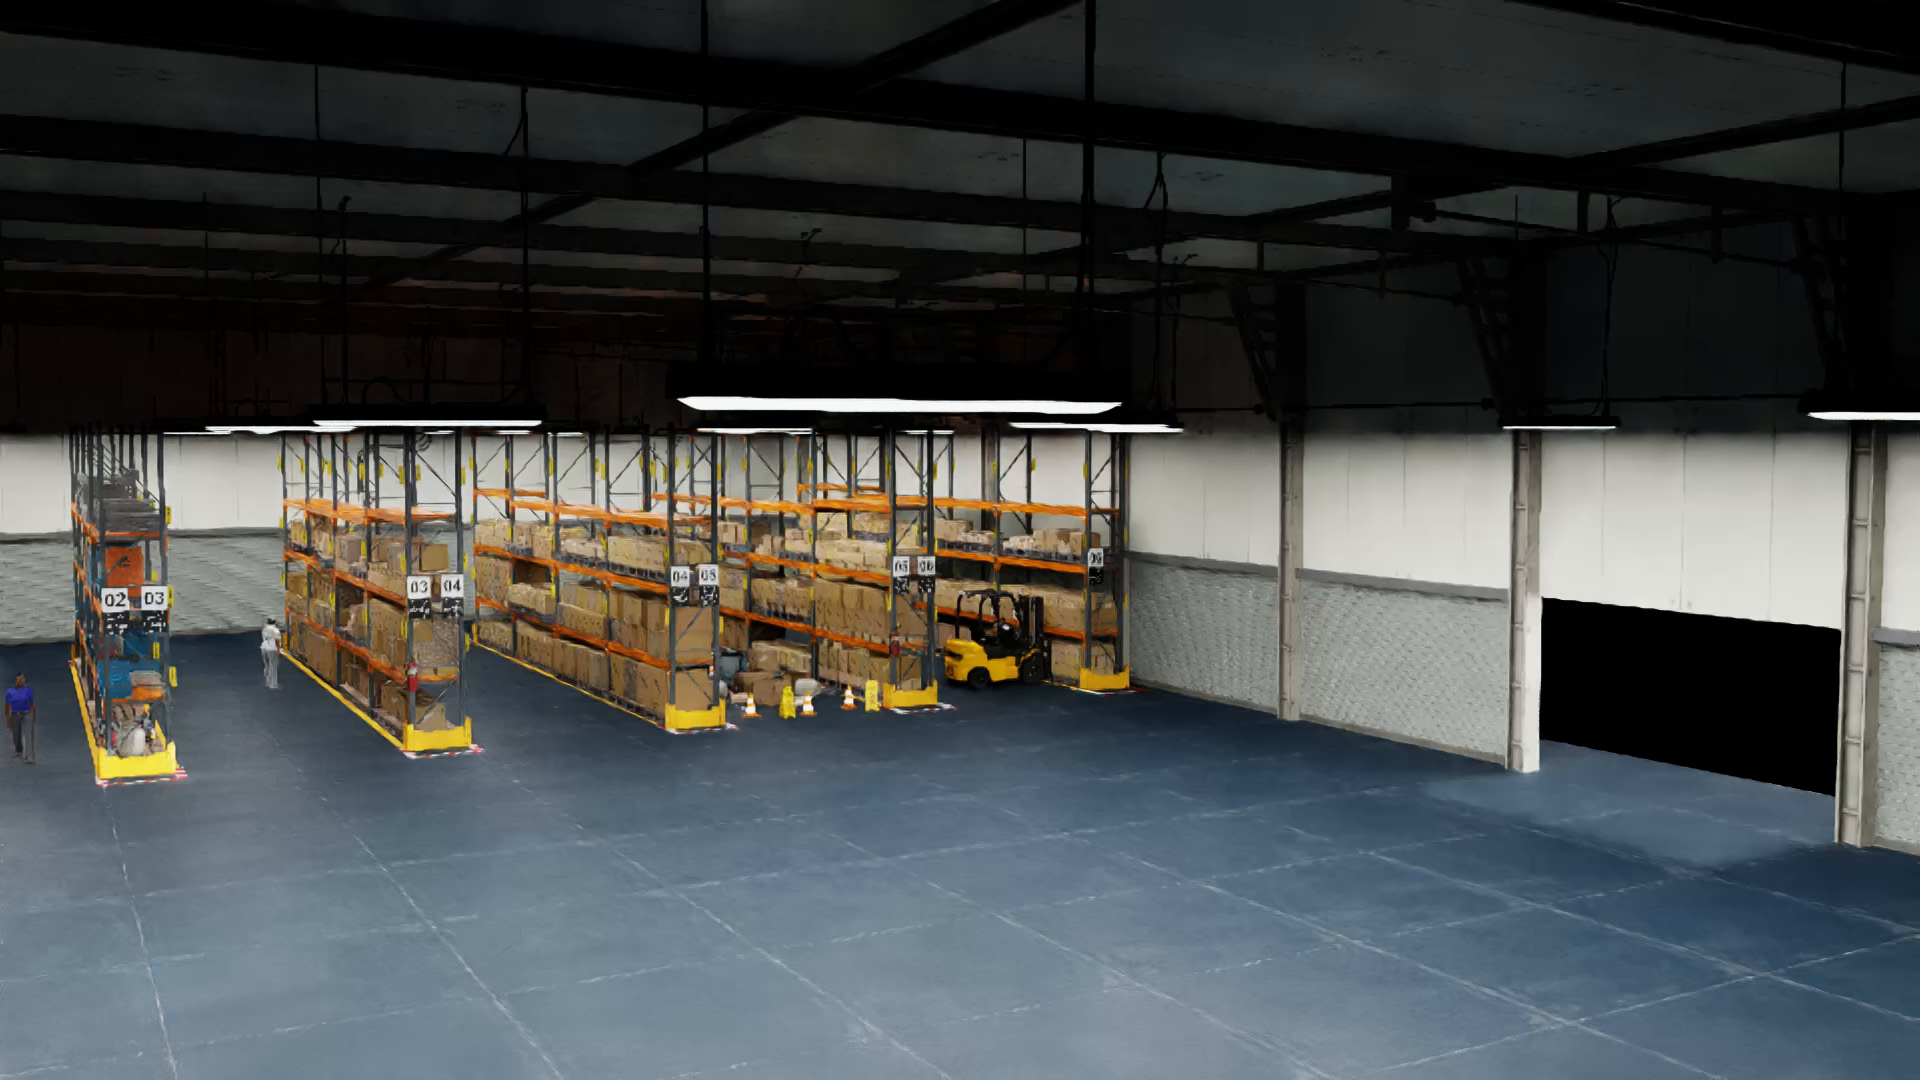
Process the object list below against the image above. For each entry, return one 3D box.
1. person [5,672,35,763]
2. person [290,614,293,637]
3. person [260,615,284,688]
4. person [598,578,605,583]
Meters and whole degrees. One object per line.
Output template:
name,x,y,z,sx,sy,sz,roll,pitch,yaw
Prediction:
person,-16.543,3.104,29.268,0.449,1.571,1.075,-2,4,-28
person,-18.149,2.091,45.456,0.478,1.677,0.533,0,4,1
person,-15.685,2.538,37.938,0.534,1.671,0.449,2,4,29
person,-10.451,1.830,48.996,0.742,1.747,0.496,2,4,34
